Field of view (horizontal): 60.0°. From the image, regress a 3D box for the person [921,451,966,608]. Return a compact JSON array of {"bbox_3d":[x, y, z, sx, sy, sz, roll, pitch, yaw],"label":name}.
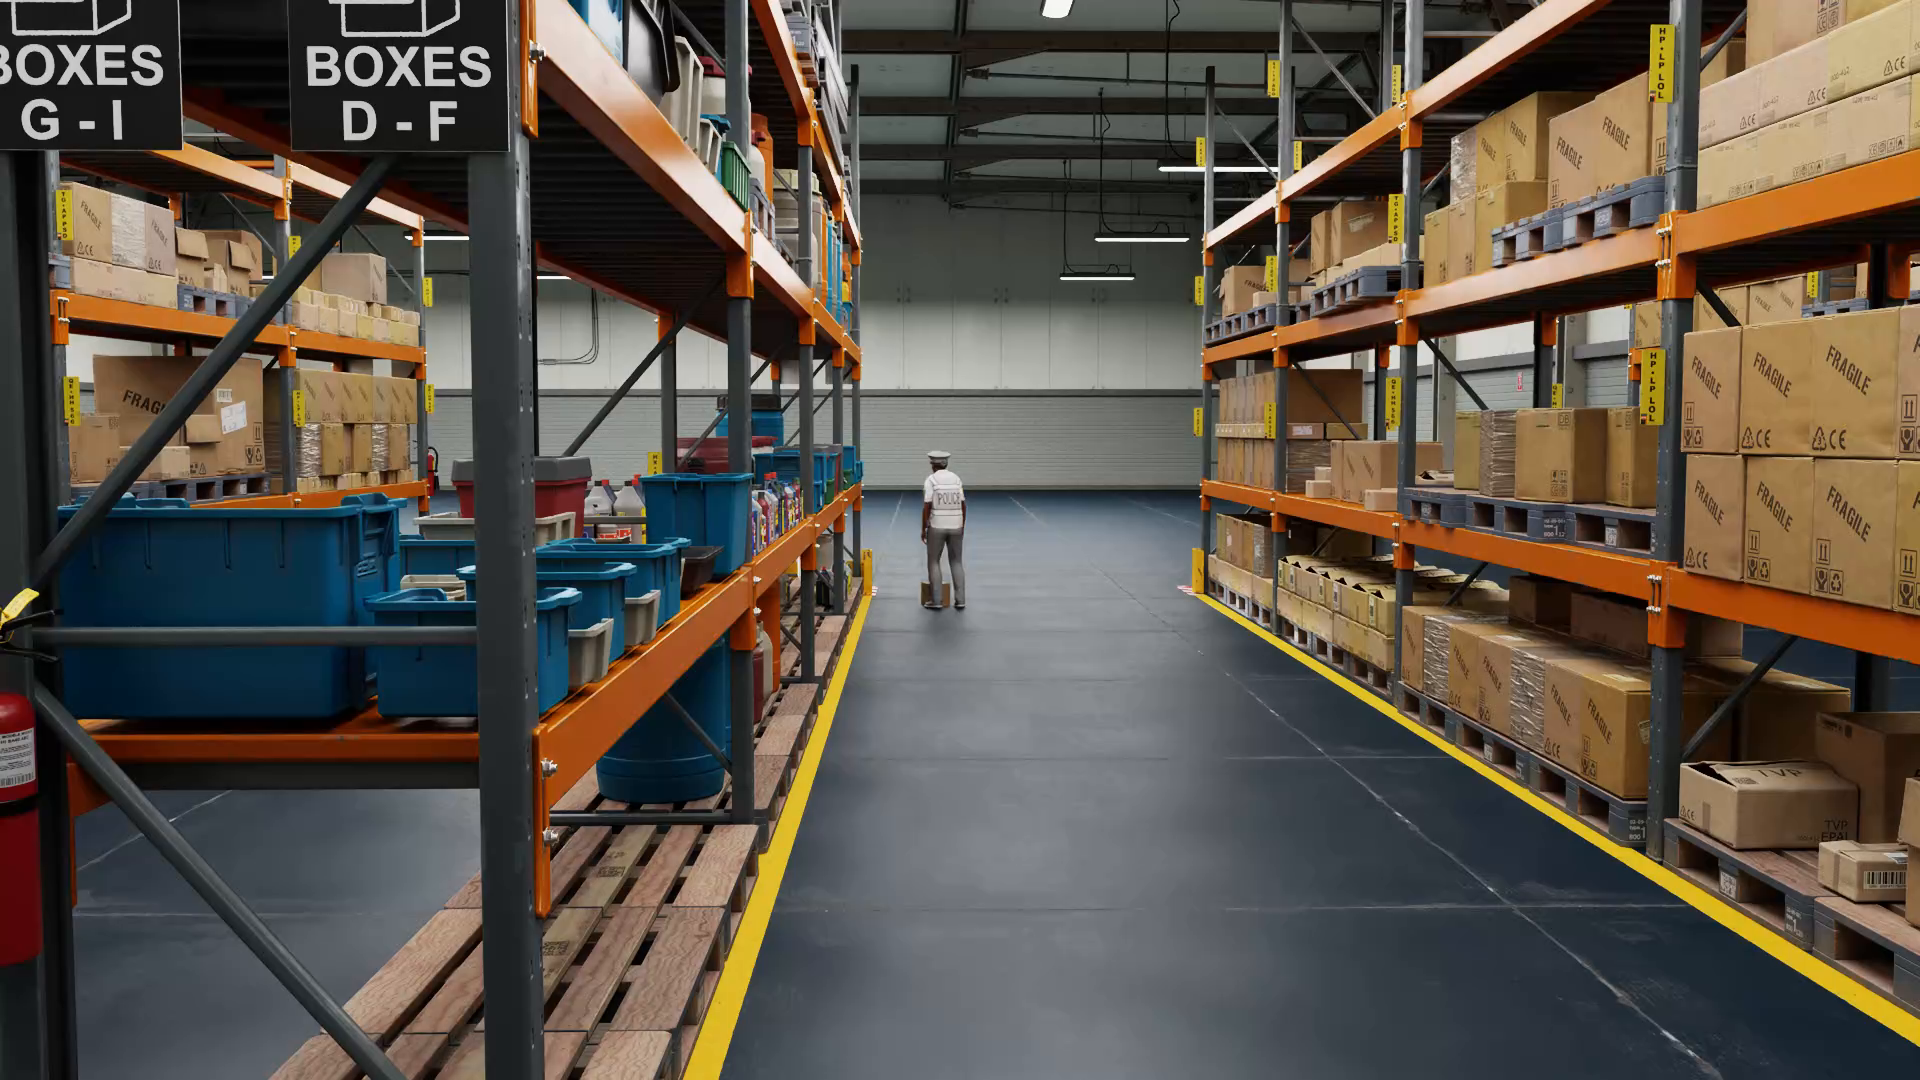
[{"bbox_3d":[-0.164,-0.108,17.578,0.533,1.662,0.396,-2,4,-23],"label":"person"}]
